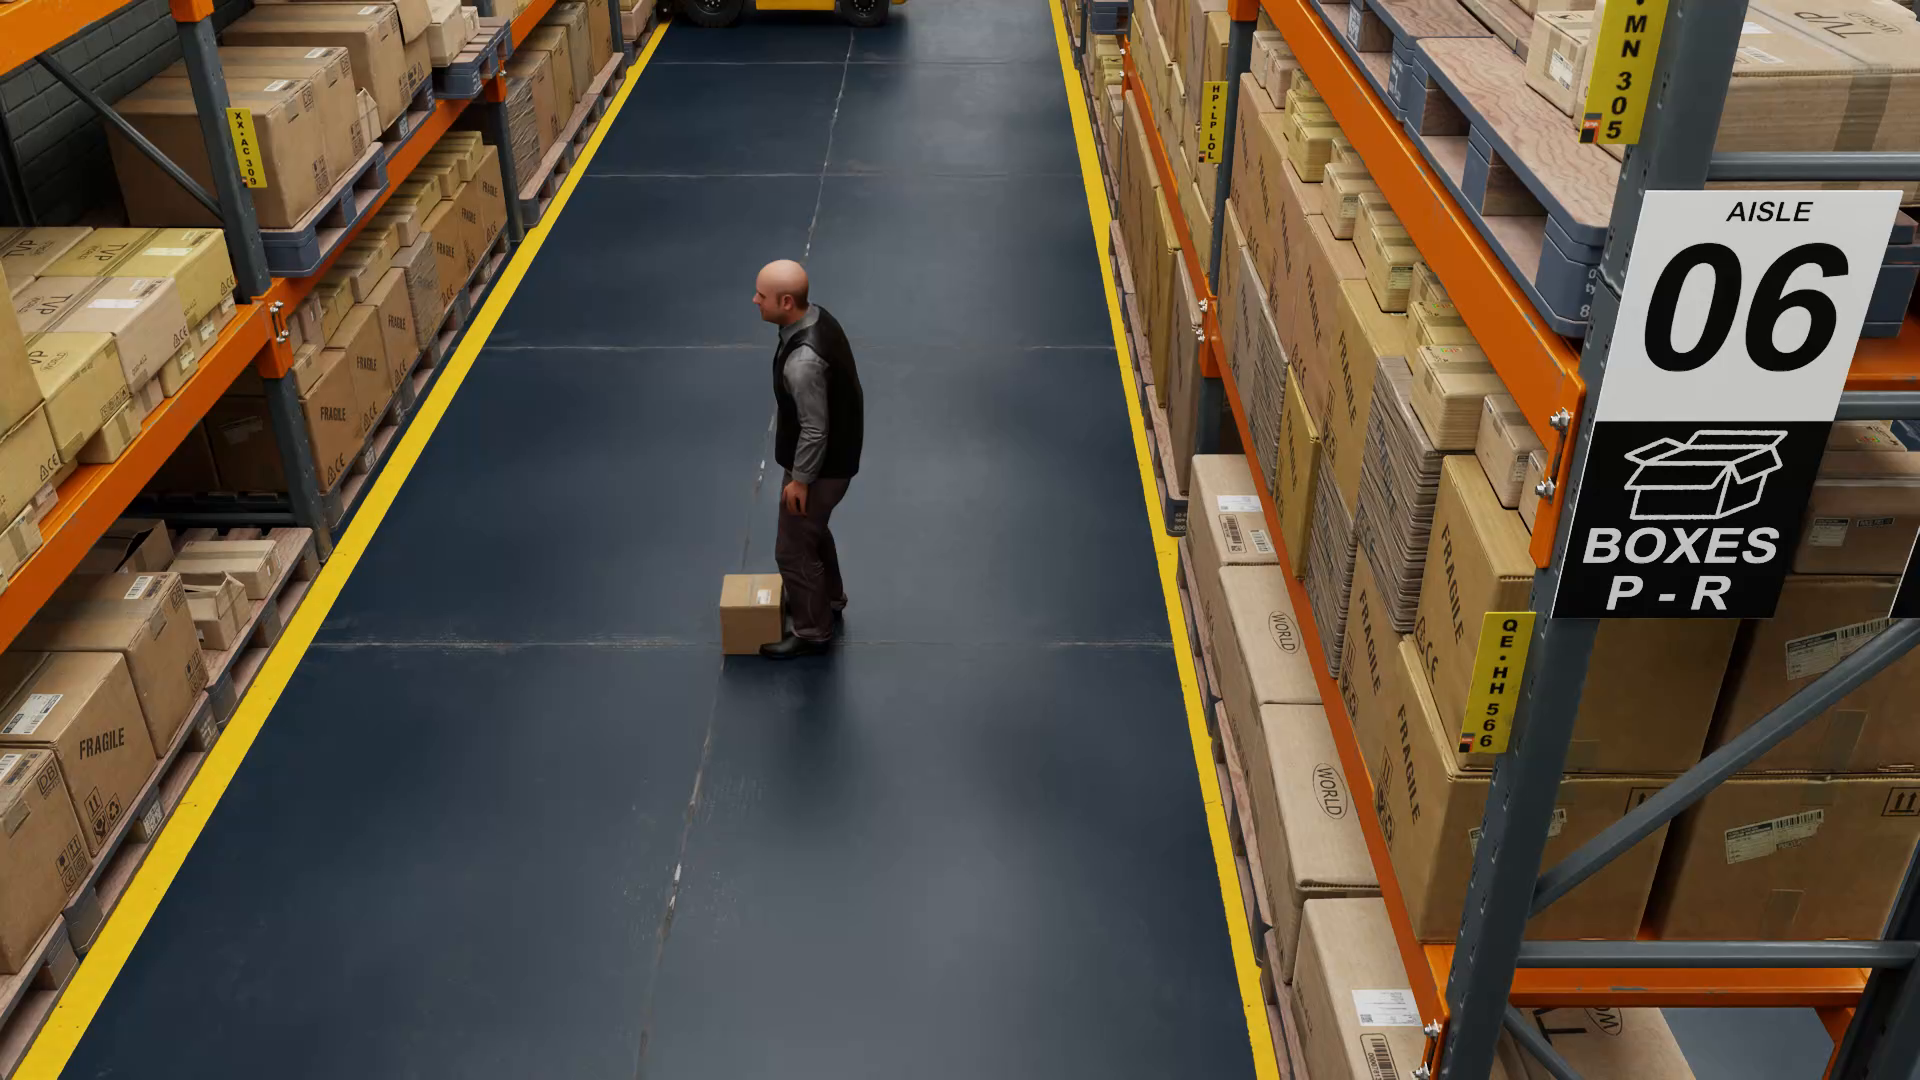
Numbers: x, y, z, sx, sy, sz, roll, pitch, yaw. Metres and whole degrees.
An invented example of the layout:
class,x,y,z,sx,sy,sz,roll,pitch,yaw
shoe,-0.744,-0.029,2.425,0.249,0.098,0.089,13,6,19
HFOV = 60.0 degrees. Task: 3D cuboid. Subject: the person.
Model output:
class,x,y,z,sx,sy,sz,roll,pitch,yaw
person,-0.617,-0.317,6.679,0.474,1.720,0.572,-1,31,-2
